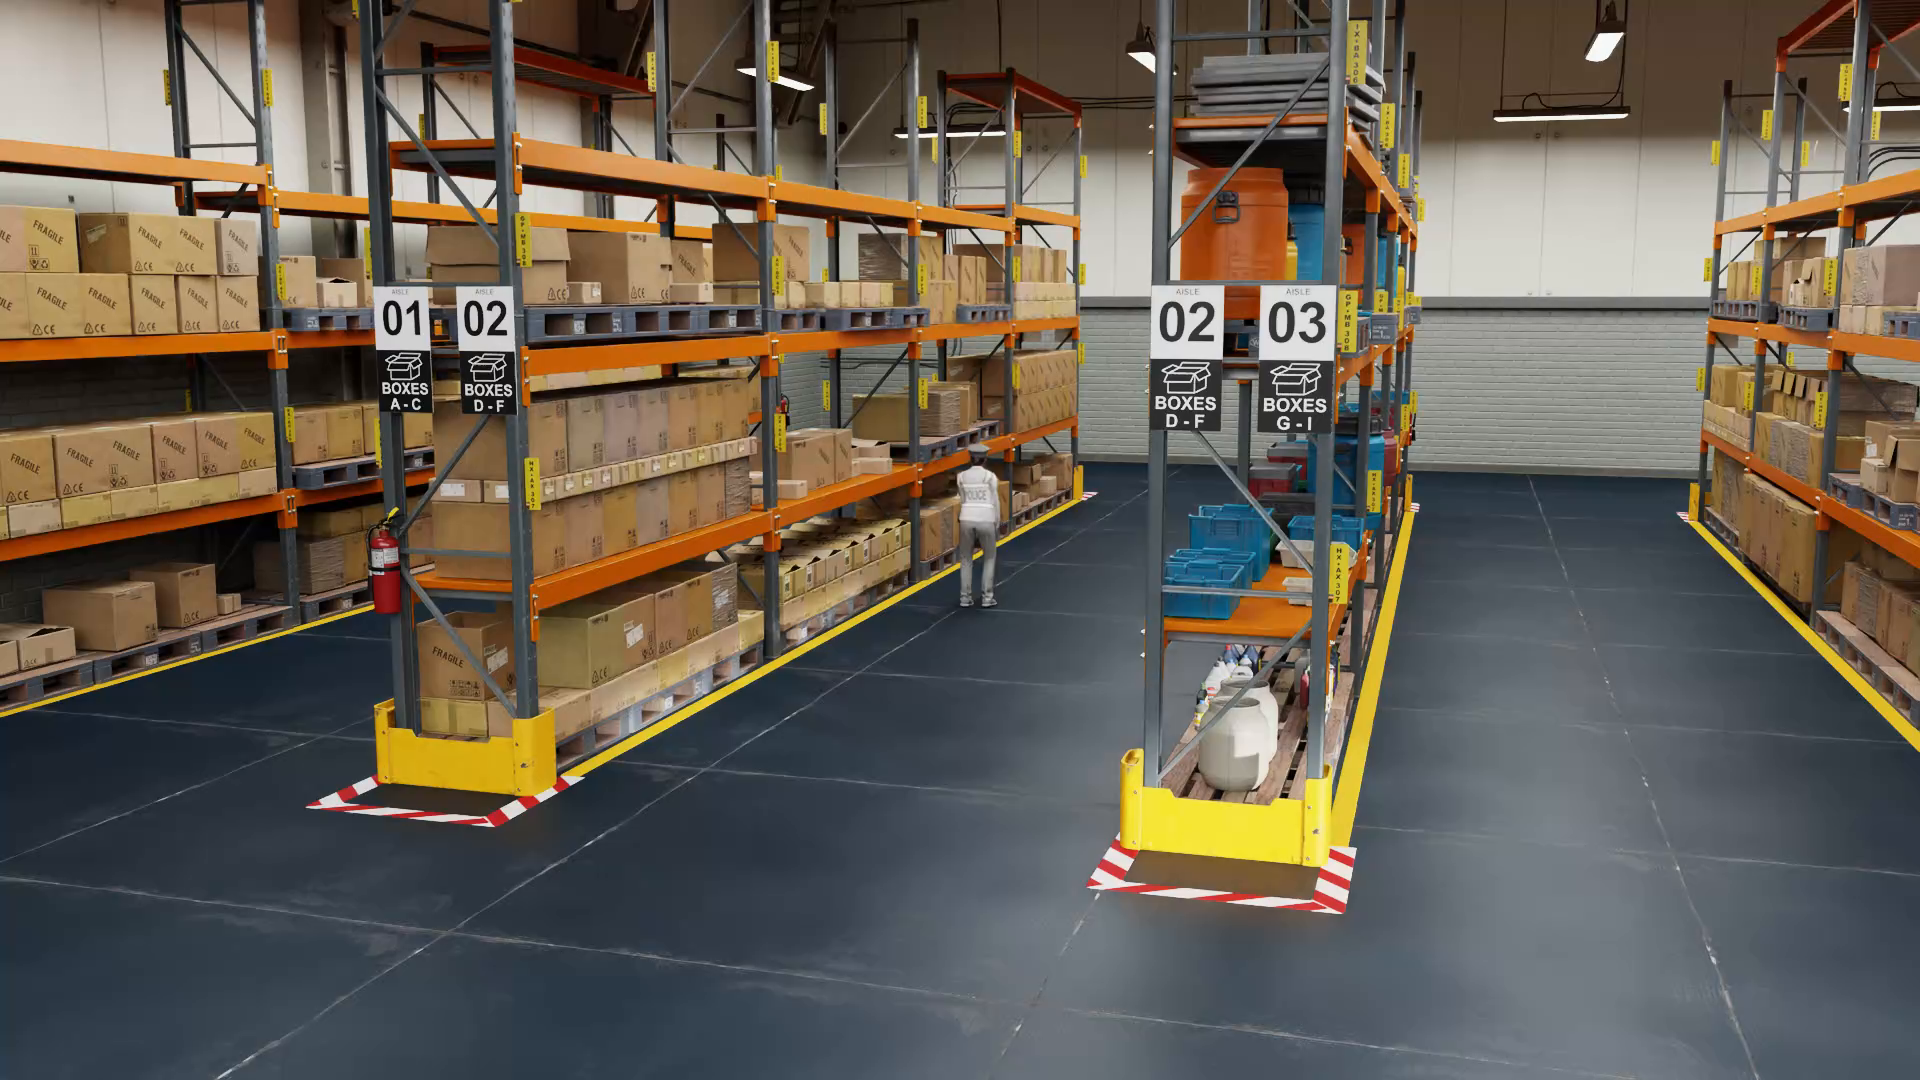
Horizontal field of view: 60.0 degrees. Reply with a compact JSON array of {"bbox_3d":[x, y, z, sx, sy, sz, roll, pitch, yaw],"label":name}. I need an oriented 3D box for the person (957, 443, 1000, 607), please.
[{"bbox_3d":[0.186,-0.152,16.894,0.417,1.664,0.542,2,9,14],"label":"person"}]
